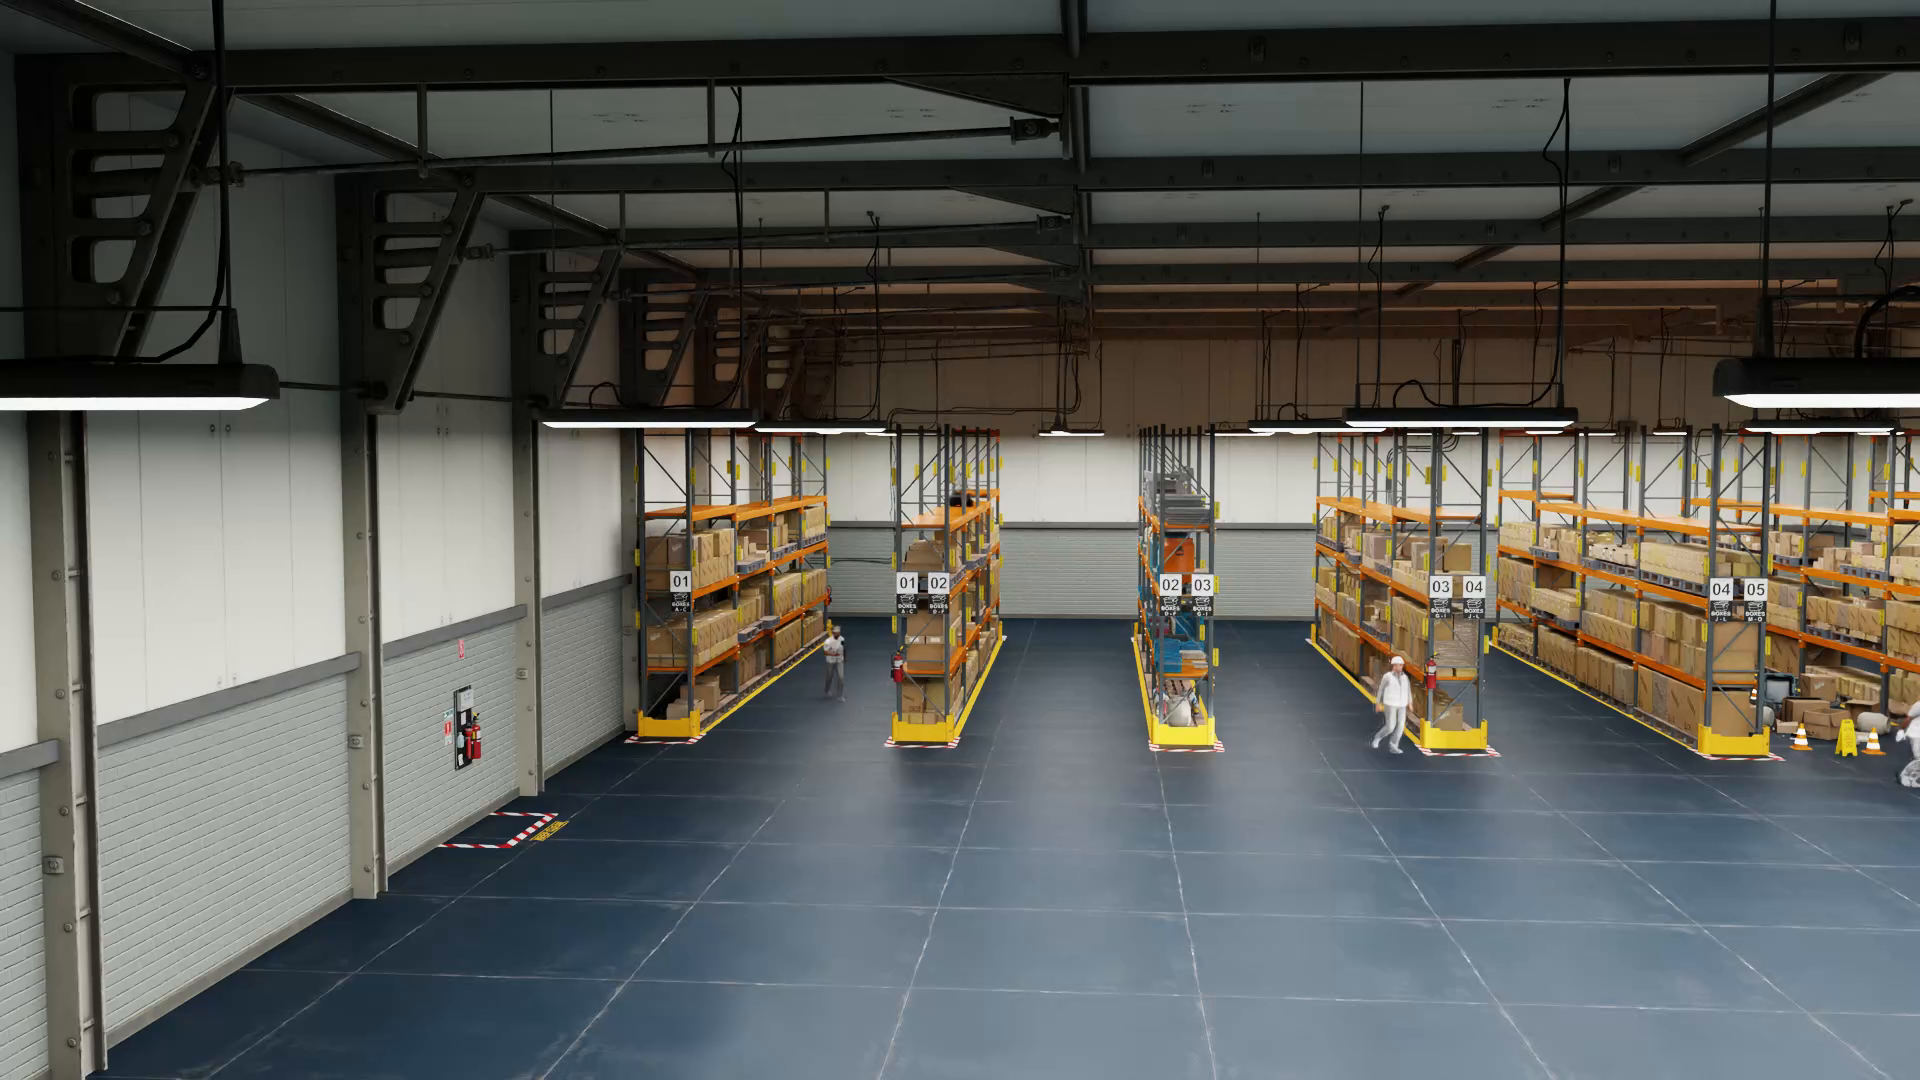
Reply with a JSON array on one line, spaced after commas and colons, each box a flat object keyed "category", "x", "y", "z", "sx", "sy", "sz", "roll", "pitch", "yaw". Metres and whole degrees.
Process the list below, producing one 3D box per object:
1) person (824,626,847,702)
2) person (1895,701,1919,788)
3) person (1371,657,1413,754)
[{"category": "person", "x": -2.747, "y": 2.681, "z": 36.431, "sx": 0.575, "sy": 1.660, "sz": 0.950, "roll": -1, "pitch": 4, "yaw": -20}, {"category": "person", "x": 15.680, "y": 3.210, "z": 27.027, "sx": 0.659, "sy": 1.683, "sz": 0.666, "roll": -1, "pitch": 4, "yaw": -19}, {"category": "person", "x": 7.854, "y": 2.993, "z": 30.237, "sx": 0.649, "sy": 1.759, "sz": 0.575, "roll": -1, "pitch": 4, "yaw": -21}]
